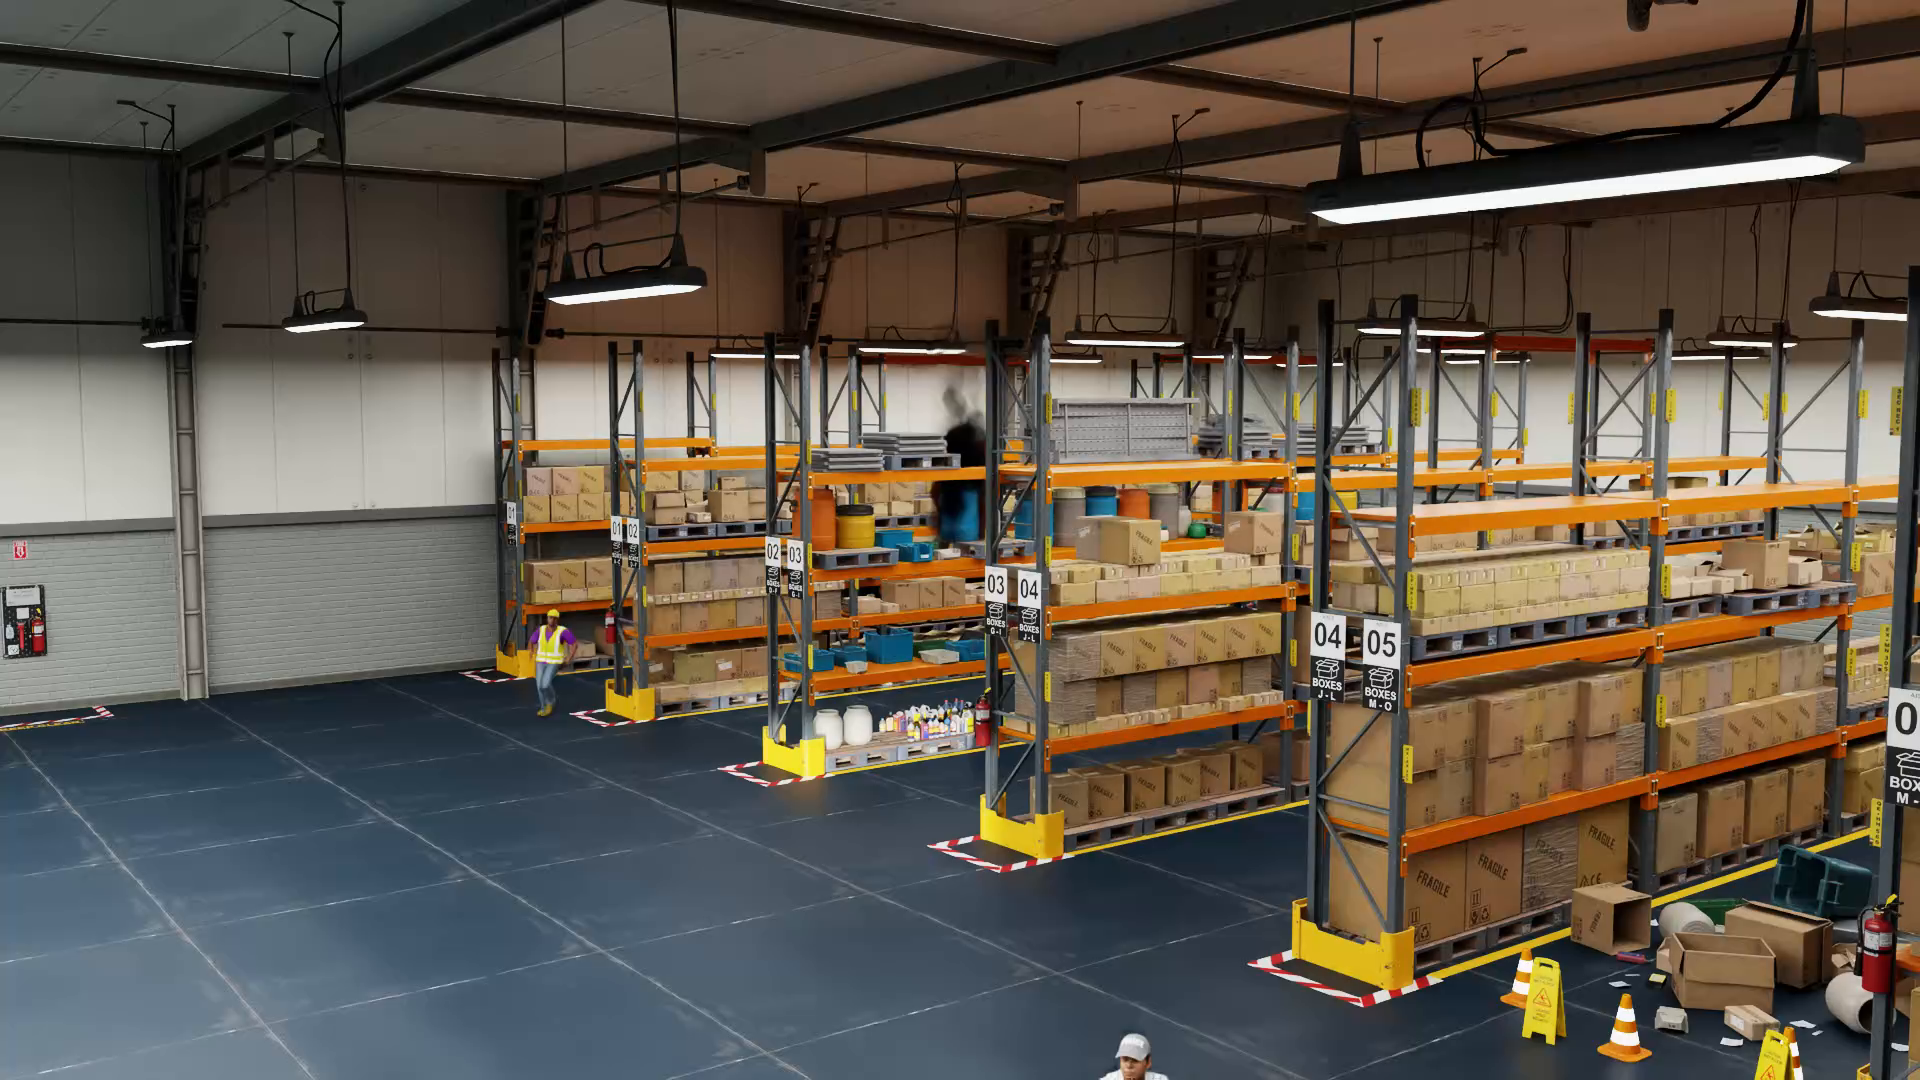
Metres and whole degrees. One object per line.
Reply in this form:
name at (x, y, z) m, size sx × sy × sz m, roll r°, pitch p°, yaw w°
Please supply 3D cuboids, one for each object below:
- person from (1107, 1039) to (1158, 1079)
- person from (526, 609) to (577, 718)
person at (0.995, 3.554, 9.239) m, size 0.612 × 1.660 × 0.740 m, roll 1°, pitch 5°, yaw 12°
person at (-6.572, 1.967, 26.552) m, size 0.745 × 1.742 × 0.617 m, roll 1°, pitch 5°, yaw 8°
